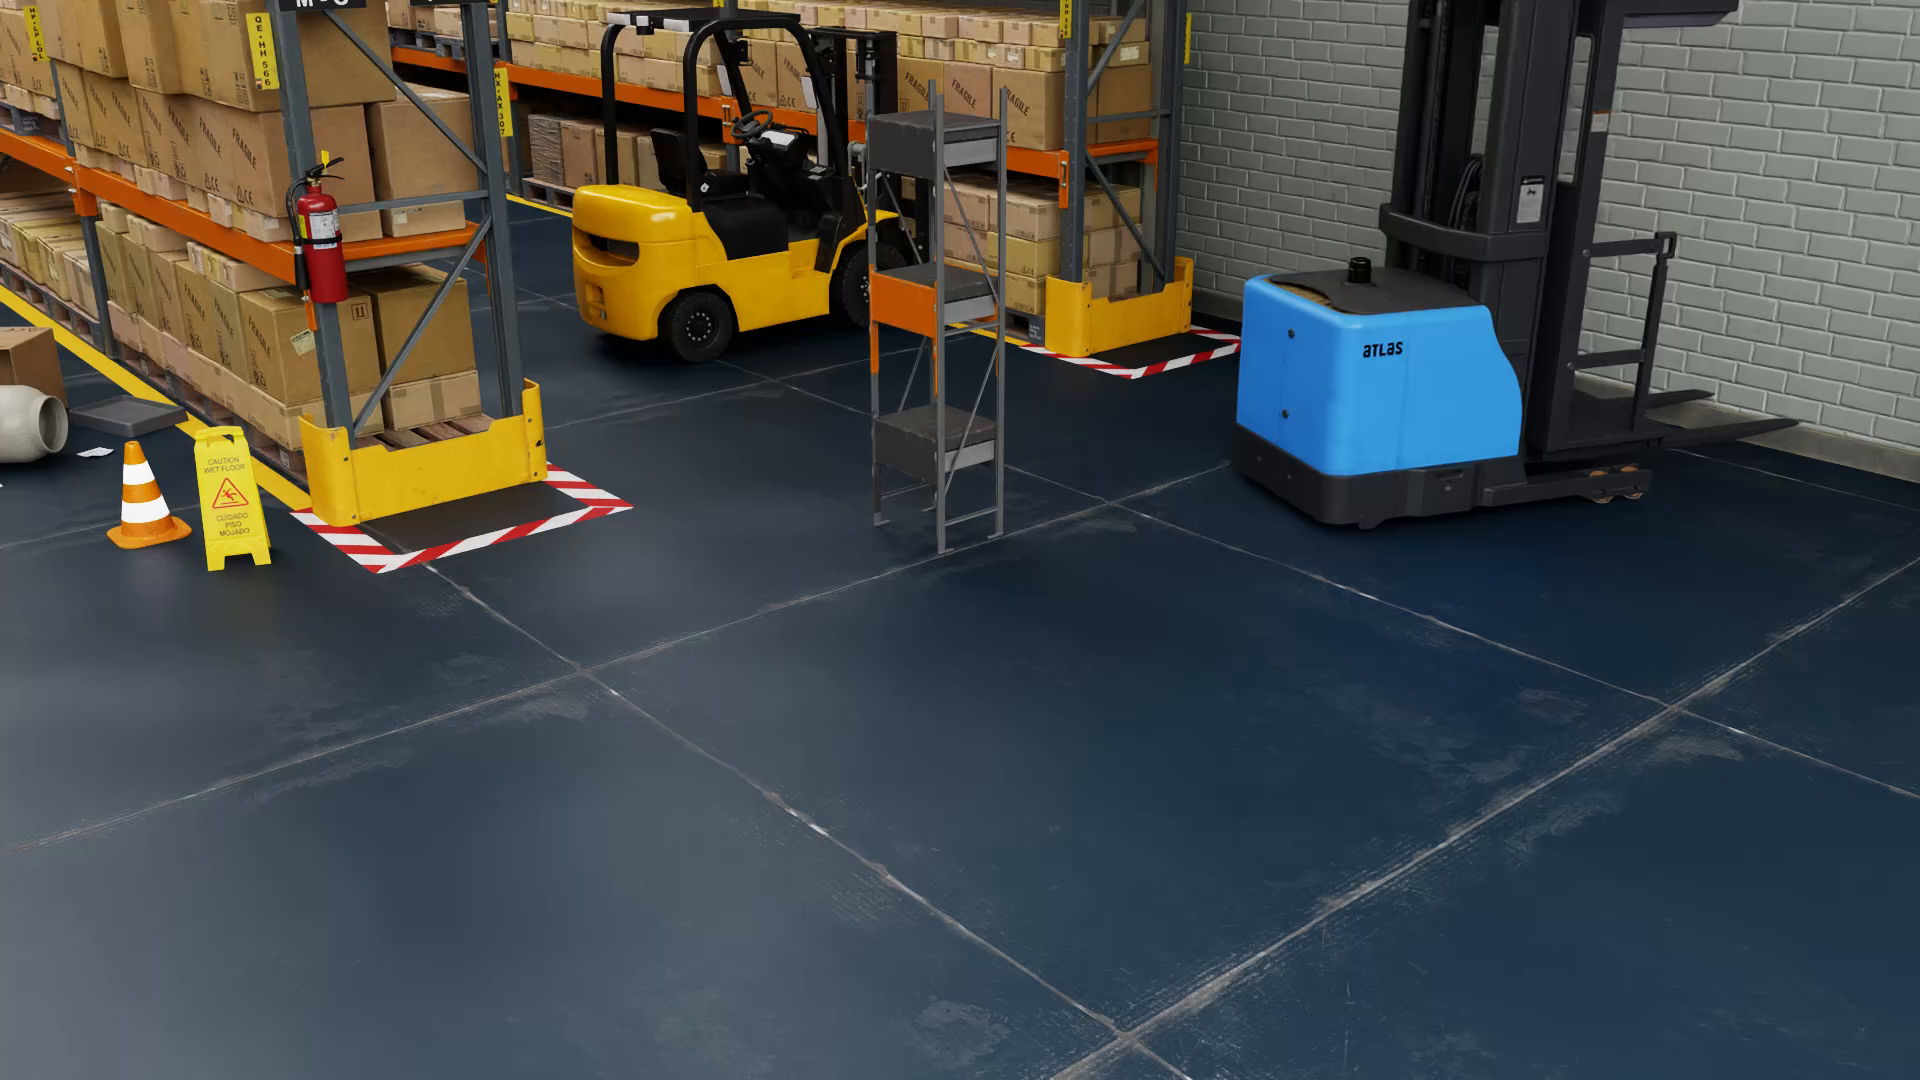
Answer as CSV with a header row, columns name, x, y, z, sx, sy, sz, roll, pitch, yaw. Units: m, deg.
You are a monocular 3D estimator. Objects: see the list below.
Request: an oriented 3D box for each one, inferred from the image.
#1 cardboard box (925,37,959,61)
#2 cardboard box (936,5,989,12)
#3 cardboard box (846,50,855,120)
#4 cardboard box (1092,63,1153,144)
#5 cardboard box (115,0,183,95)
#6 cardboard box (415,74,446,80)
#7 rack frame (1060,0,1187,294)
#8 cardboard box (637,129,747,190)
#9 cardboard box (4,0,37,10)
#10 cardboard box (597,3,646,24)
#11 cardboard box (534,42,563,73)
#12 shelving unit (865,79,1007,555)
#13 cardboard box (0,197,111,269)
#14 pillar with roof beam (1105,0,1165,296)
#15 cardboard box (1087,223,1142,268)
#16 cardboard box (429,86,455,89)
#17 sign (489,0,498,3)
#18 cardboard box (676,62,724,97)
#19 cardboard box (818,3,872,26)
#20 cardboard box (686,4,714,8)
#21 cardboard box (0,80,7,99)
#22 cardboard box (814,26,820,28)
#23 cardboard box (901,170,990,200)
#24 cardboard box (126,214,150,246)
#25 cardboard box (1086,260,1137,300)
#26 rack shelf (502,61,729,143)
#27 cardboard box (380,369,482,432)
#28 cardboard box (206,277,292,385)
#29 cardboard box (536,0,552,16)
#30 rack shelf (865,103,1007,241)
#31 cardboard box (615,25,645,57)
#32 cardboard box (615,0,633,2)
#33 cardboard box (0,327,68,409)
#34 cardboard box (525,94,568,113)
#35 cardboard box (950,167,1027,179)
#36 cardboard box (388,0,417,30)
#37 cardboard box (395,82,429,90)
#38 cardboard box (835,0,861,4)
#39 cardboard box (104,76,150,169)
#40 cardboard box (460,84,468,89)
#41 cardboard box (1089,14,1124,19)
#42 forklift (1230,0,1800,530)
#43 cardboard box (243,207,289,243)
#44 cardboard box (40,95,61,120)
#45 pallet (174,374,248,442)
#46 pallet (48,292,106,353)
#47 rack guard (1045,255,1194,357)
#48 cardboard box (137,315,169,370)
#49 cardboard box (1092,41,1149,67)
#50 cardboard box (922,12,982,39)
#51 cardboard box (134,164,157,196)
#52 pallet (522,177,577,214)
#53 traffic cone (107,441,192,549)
name,x,y,z,sx,sy,sz,roll,pitch,yaw
cardboard box,-0.026,-3.459,11.677,0.380,0.149,0.250,-19,28,-39
cardboard box,0.043,-3.863,12.299,0.380,0.149,0.250,-17,27,-37
cardboard box,-0.747,-3.485,12.633,0.500,0.500,0.500,-18,28,-38
cardboard box,0.975,-3.048,11.515,0.500,0.500,0.500,-16,27,-36
cardboard box,-3.904,-2.613,8.627,0.700,0.500,0.500,-18,28,-38
cardboard box,-6.286,-5.414,19.656,0.380,0.149,0.250,-19,28,-39
rack frame,1.088,-2.798,11.015,1.000,3.000,0.127,-17,27,-37
cardboard box,-2.373,-3.351,15.106,0.875,0.625,0.625,-18,28,-38
cardboard box,-6.213,-3.664,11.216,0.380,0.149,0.250,-18,28,-39
cardboard box,-3.002,-4.694,14.829,0.380,0.149,0.250,-18,28,-39
cardboard box,-3.705,-4.618,15.866,0.500,0.250,0.500,-18,28,-39
shelving unit,-0.108,-1.023,7.718,0.431,2.100,0.503,-17,27,-37
cardboard box,-7.043,-2.437,13.121,0.950,0.372,0.625,-18,28,-38
pillar with roof beam,-1.945,-4.974,8.343,9.100,9.000,0.400,-17,27,-37
cardboard box,0.938,-2.125,11.807,0.500,0.250,0.500,-17,27,-36
cardboard box,-5.813,-4.939,18.443,0.380,0.149,0.250,-16,27,-36
sign,-4.539,-5.379,16.125,0.100,0.325,0.005,-17,27,-37
cardboard box,-2.050,-3.910,14.060,0.500,0.250,0.500,-17,27,-36
cardboard box,-0.847,-3.952,12.526,0.380,0.149,0.250,-18,28,-38
cardboard box,-2.213,-4.696,14.835,0.380,0.149,0.250,-17,27,-37
cardboard box,-6.802,-3.312,12.096,0.380,0.149,0.250,-16,27,-36
cardboard box,-0.878,-3.806,12.562,0.380,0.149,0.250,-18,28,-38
cardboard box,-0.124,-2.509,12.099,0.500,0.250,0.500,-17,27,-37
cardboard box,-4.727,-1.869,9.921,0.380,0.149,0.250,-16,27,-35
cardboard box,0.916,-1.896,11.905,0.500,0.250,0.500,-17,27,-37
rack shelf,-2.829,-4.121,15.379,1.077,0.370,4.000,-17,27,-37
cardboard box,-2.987,-0.819,9.157,0.500,0.250,0.500,-18,28,-38
cardboard box,-3.734,-1.182,9.056,0.500,0.500,0.500,-16,27,-36
cardboard box,-3.787,-5.060,15.765,0.380,0.149,0.250,-17,27,-36
rack shelf,-0.108,-1.663,7.468,0.431,0.518,0.480,-17,27,-37
cardboard box,-2.708,-4.424,14.686,0.500,0.250,0.500,-17,27,-36
cardboard box,-3.065,-5.042,15.716,0.380,0.149,0.250,-18,27,-38
cardboard box,-5.612,-0.938,9.690,0.500,0.500,0.500,0,21,-1
cardboard box,-4.391,-4.640,17.680,0.380,0.149,0.250,-16,27,-36
cardboard box,0.270,-2.635,12.421,0.500,0.250,0.500,-18,27,-38
cardboard box,-5.748,-5.809,17.989,0.700,0.500,0.500,-18,27,-38
cardboard box,-3.110,-2.140,8.789,0.500,0.500,0.500,-16,27,-36
cardboard box,-0.770,-4.225,13.223,0.380,0.149,0.250,-18,28,-38
cardboard box,-4.542,-2.443,9.563,0.500,0.500,0.500,-18,28,-38
cardboard box,-5.409,-5.067,18.769,0.380,0.149,0.250,-17,27,-37
cardboard box,0.904,-3.517,11.417,0.380,0.149,0.250,-16,27,-36
forklift,3.007,-1.724,8.366,3.031,2.935,1.130,-7,23,-18
cardboard box,-3.326,-1.594,8.286,0.380,0.149,0.250,-18,28,-38
cardboard box,-5.826,-2.876,10.981,0.380,0.149,0.250,-17,27,-37
pallet,-4.015,-0.908,10.012,1.003,0.211,1.213,-17,27,-37
pallet,-5.790,-1.637,11.874,1.003,0.211,1.213,-17,27,-37
rack guard,1.104,-1.628,11.454,1.175,0.500,0.348,-17,27,-37
cardboard box,-4.743,-1.264,10.292,0.500,0.250,0.500,-16,26,-34
cardboard box,1.063,-3.302,11.275,0.380,0.149,0.250,-18,28,-39
cardboard box,-0.042,-3.593,11.609,0.380,0.149,0.250,-17,27,-36
cardboard box,-4.490,-2.085,9.538,0.380,0.149,0.250,-17,27,-37
pallet,-3.626,-3.473,16.562,1.003,0.211,1.213,-17,27,-37
traffic cone,-3.928,-0.246,7.977,0.336,0.463,0.334,-17,27,-37
